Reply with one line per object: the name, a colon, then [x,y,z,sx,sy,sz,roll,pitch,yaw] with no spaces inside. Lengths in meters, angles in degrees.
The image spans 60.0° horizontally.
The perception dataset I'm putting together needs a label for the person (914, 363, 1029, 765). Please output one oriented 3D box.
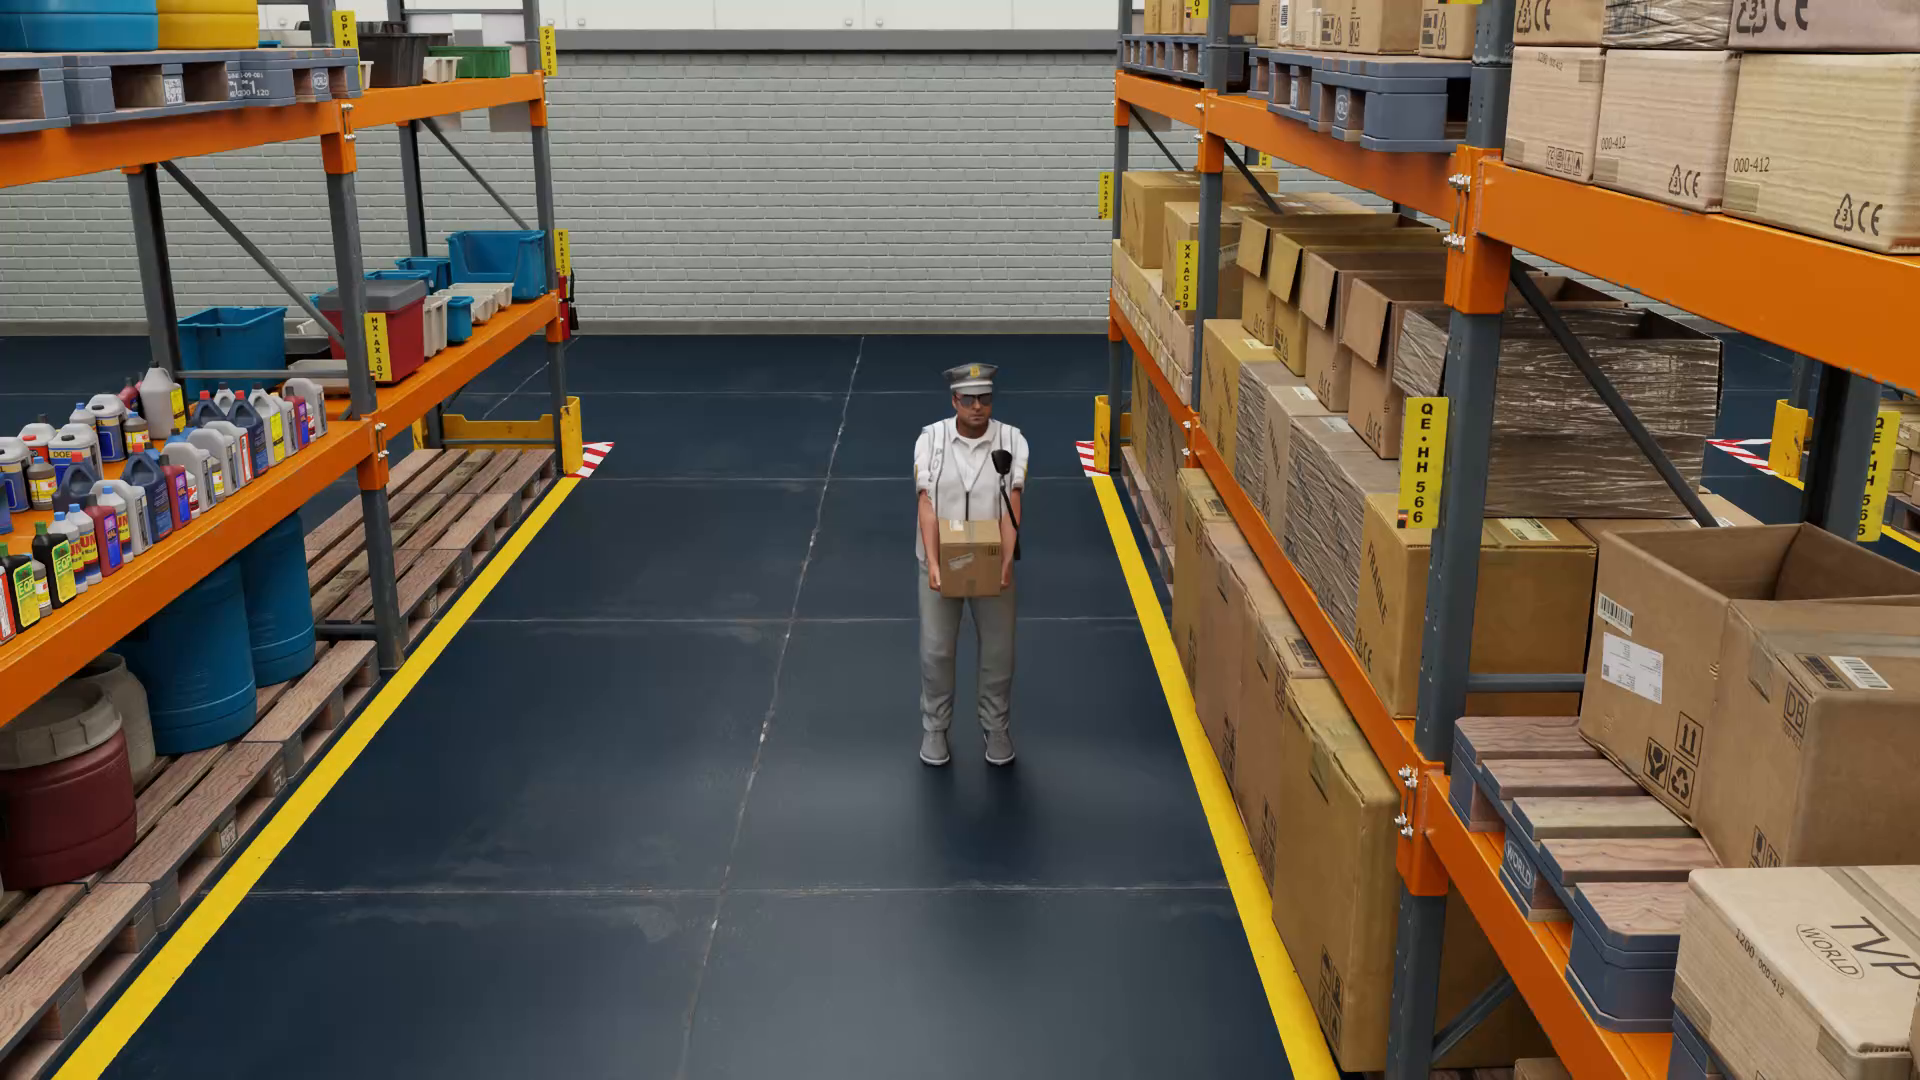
person: [0.052,0.116,7.132,0.486,1.771,0.571,-1,17,-2]
